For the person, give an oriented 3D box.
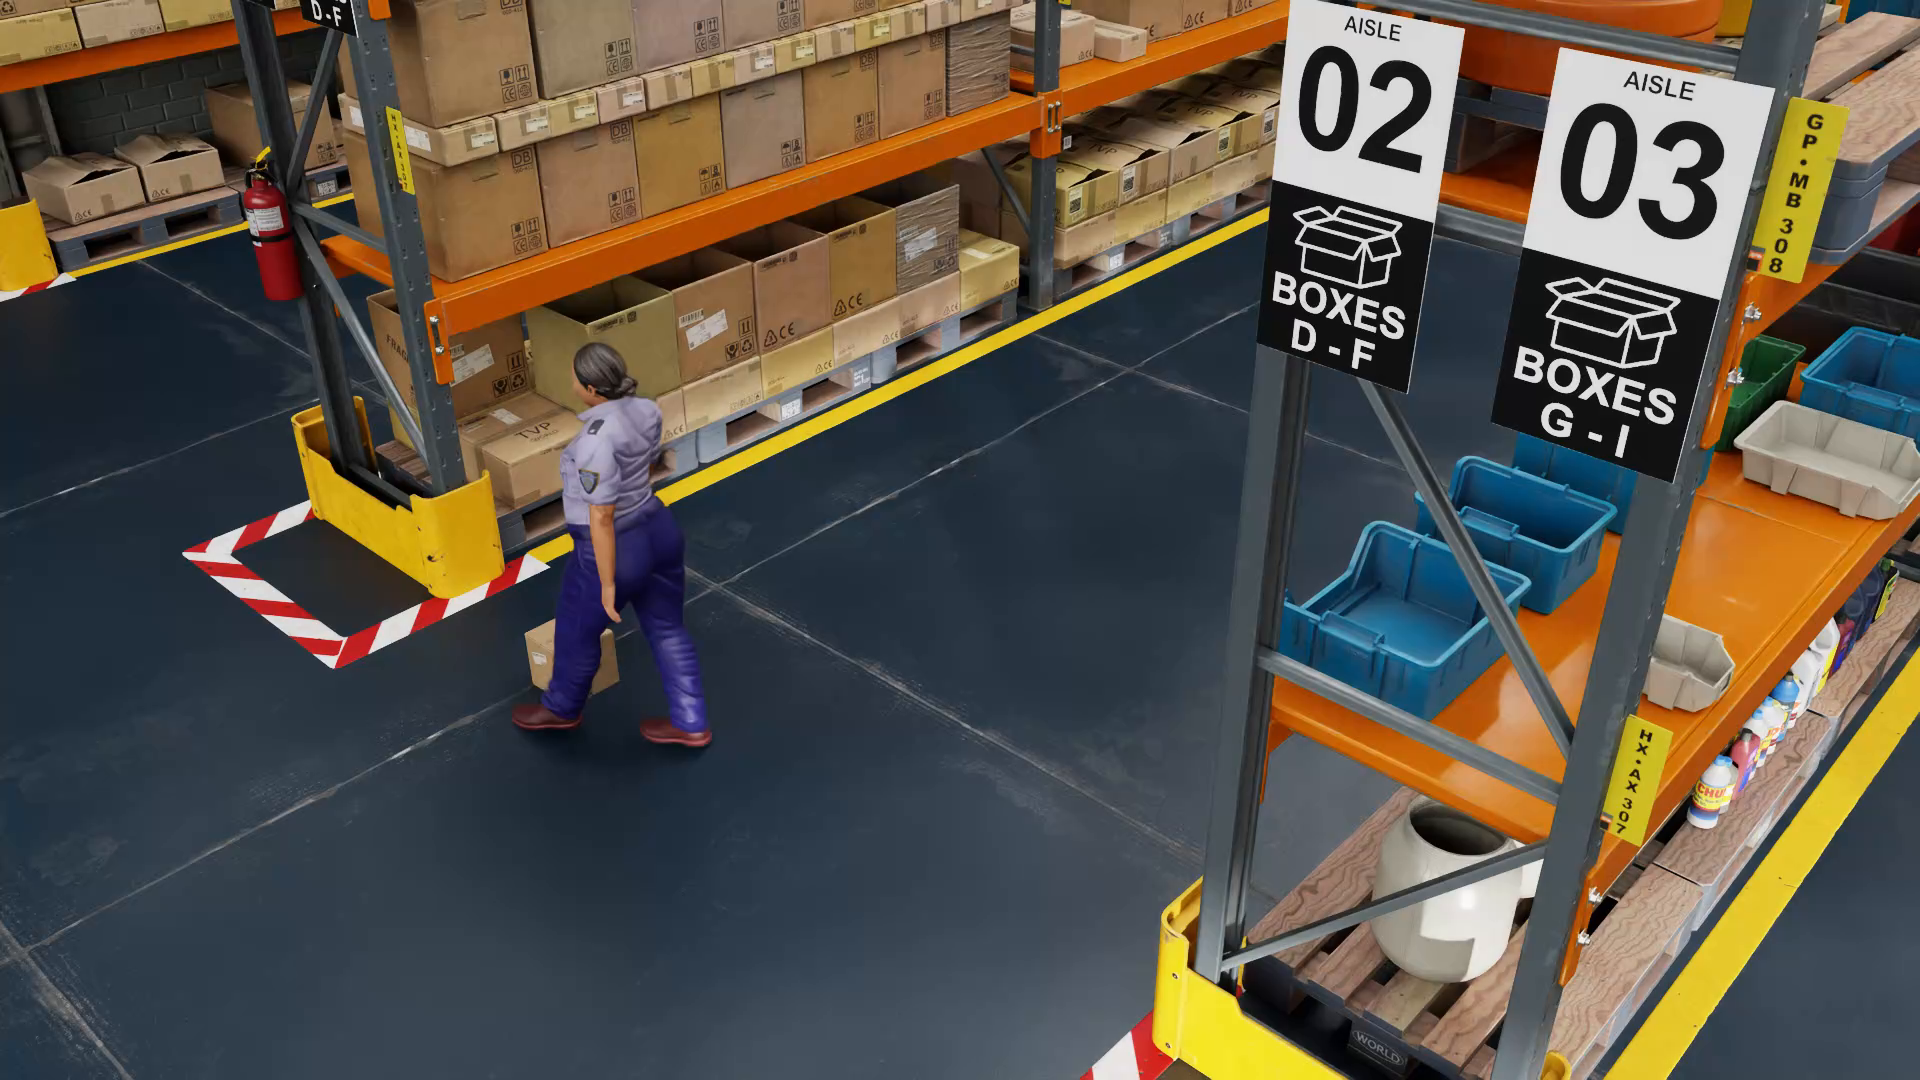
[{"bbox_3d":[-1.309,0.011,6.109,0.786,1.624,0.523,15,35,24],"label":"person"}]
